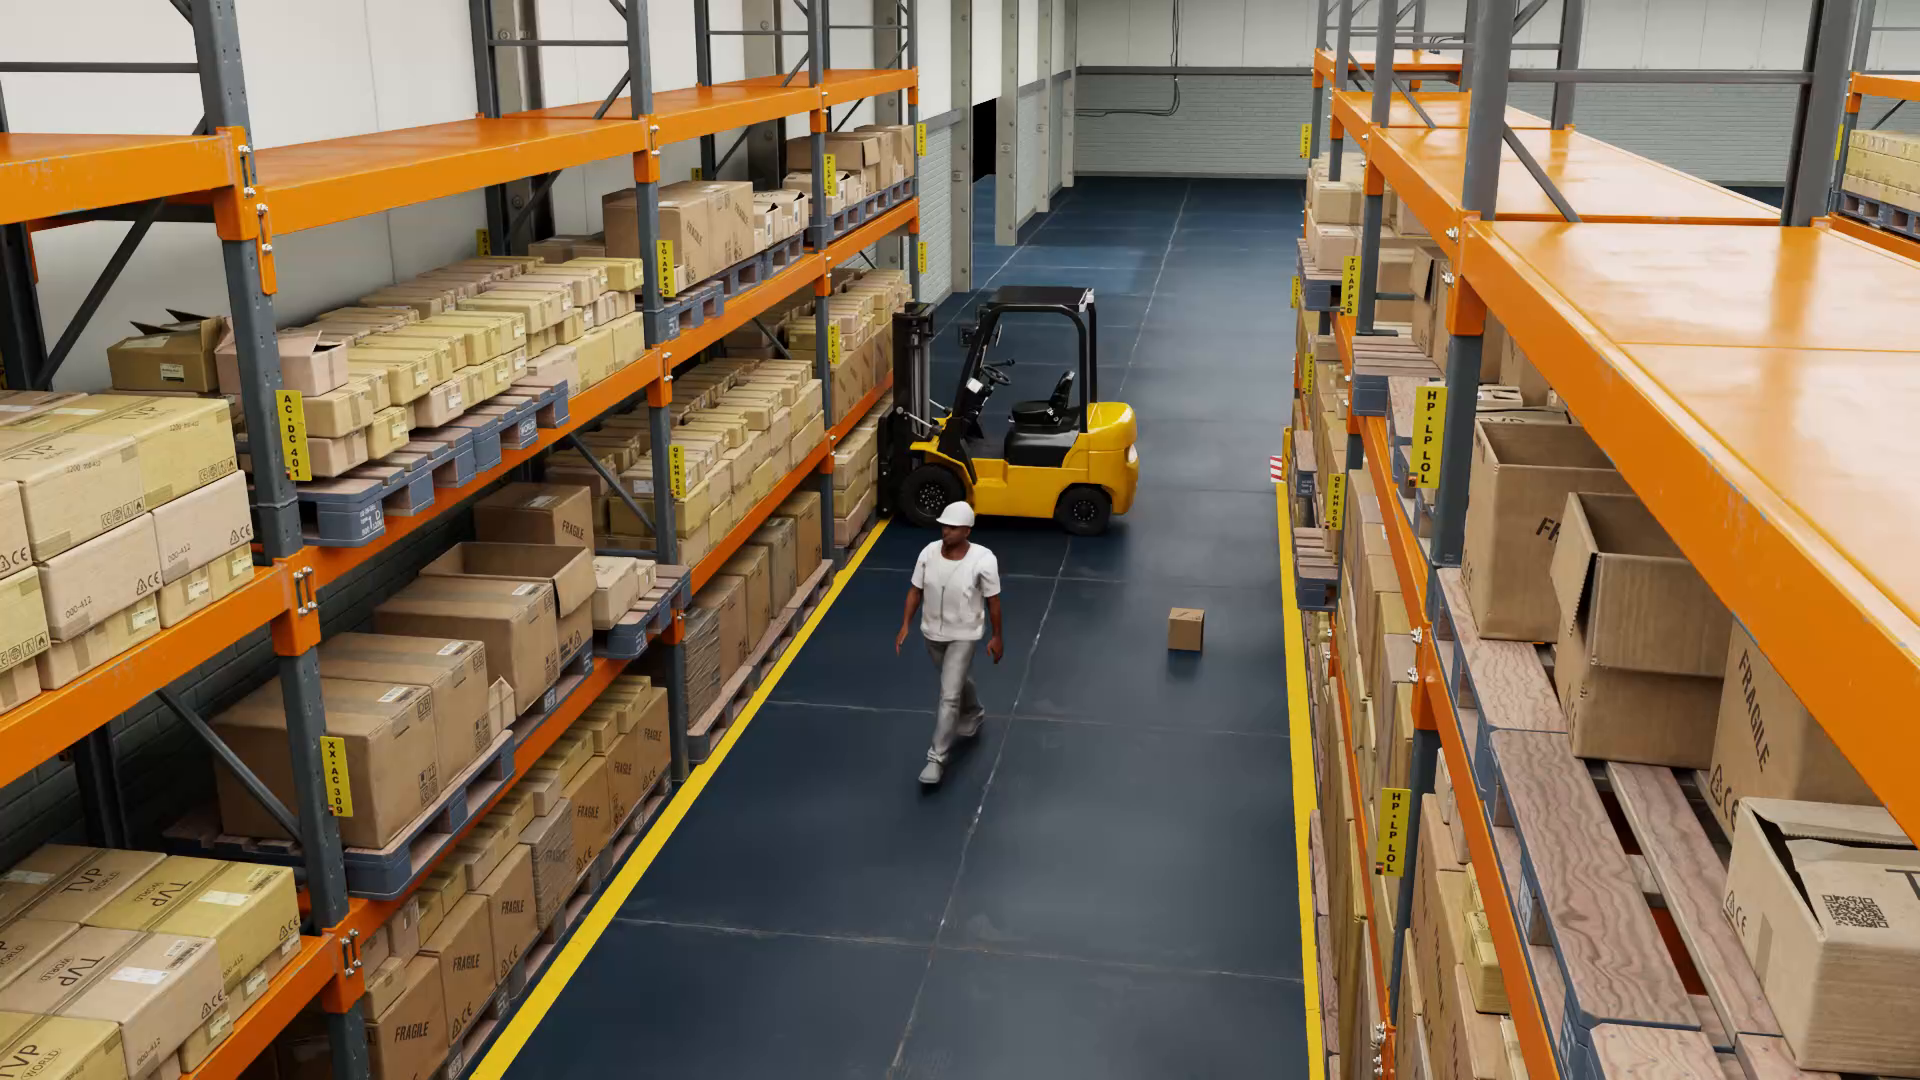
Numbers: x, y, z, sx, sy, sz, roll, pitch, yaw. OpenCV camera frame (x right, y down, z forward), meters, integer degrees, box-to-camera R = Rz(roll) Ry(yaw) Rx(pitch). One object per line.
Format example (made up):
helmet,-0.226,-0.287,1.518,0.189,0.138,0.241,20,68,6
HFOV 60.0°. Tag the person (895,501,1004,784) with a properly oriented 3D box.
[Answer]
person,-0.089,0.601,10.634,0.604,1.719,1.031,10,20,29
